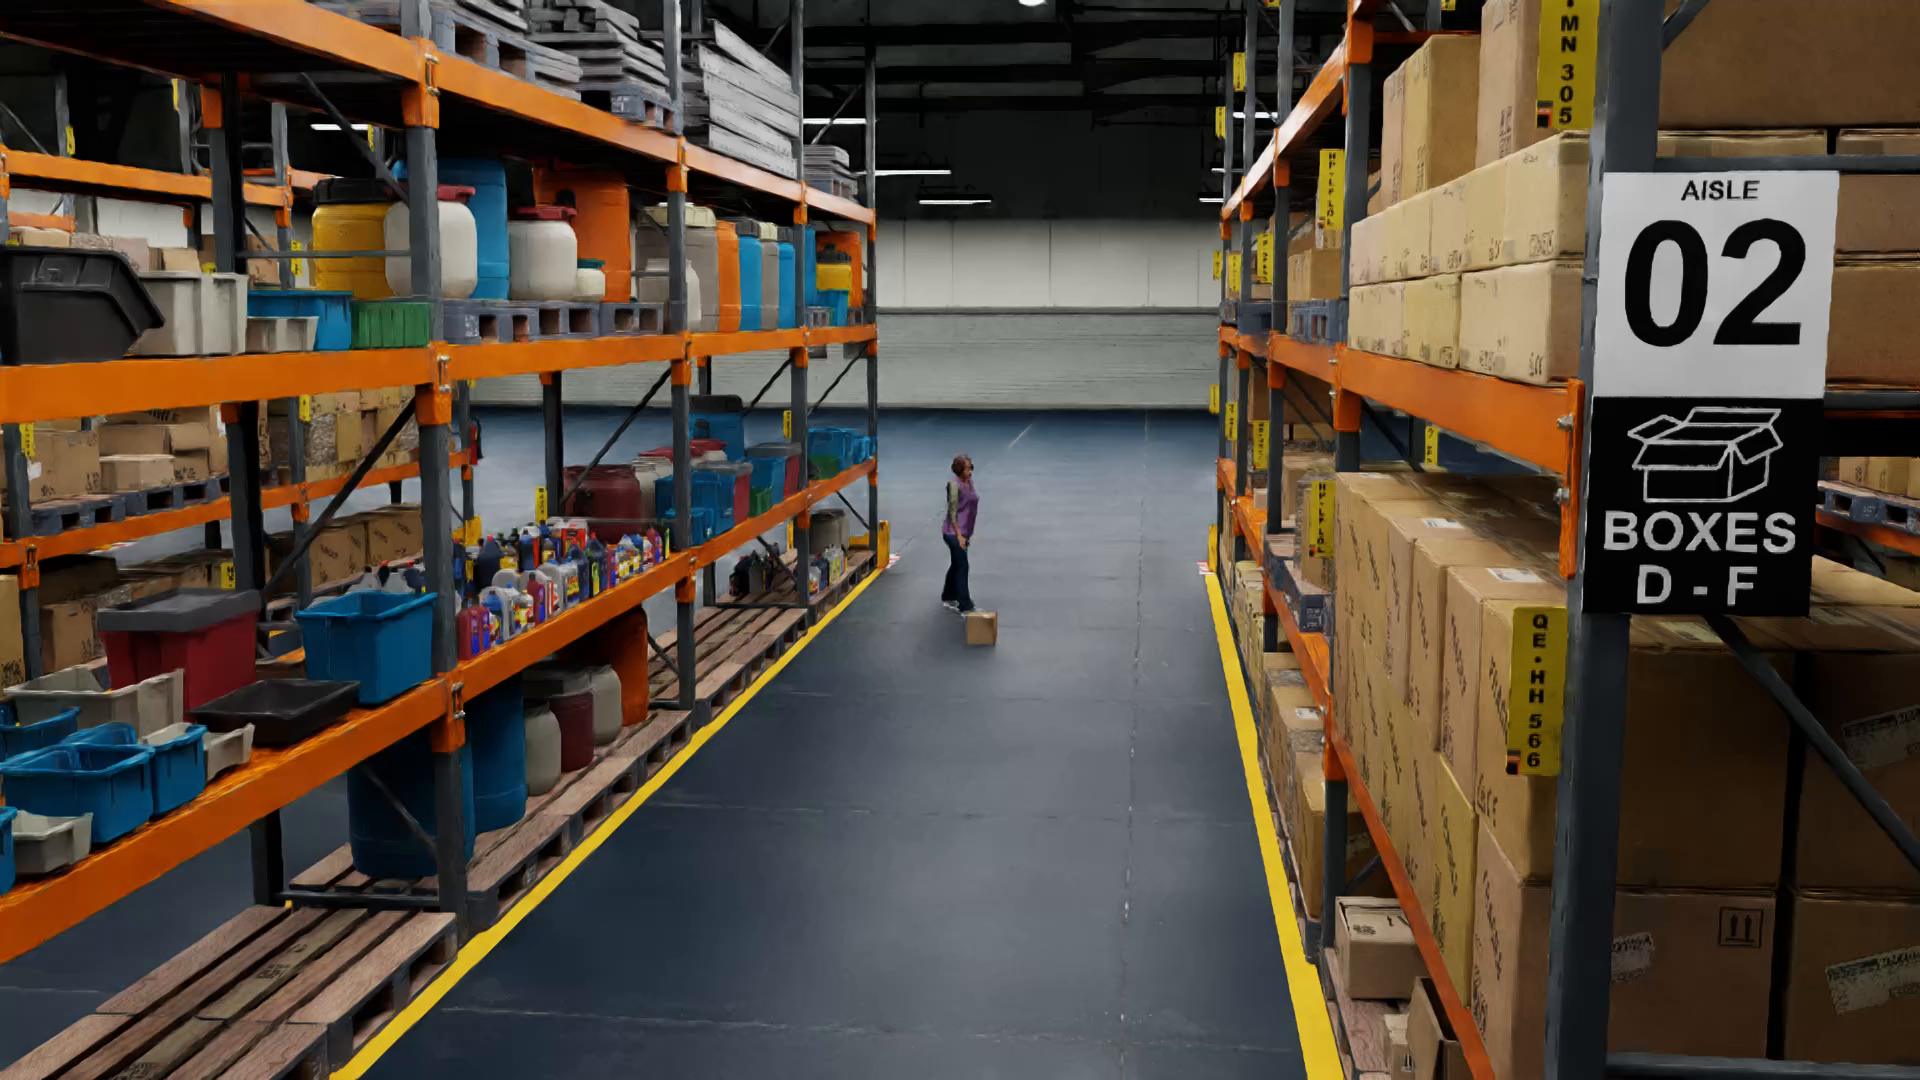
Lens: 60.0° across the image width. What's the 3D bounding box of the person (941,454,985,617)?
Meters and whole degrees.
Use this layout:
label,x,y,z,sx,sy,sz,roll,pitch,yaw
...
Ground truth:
label,x,y,z,sx,sy,sz,roll,pitch,yaw
person,0.010,-0.052,16.263,0.546,1.590,0.530,3,8,19
